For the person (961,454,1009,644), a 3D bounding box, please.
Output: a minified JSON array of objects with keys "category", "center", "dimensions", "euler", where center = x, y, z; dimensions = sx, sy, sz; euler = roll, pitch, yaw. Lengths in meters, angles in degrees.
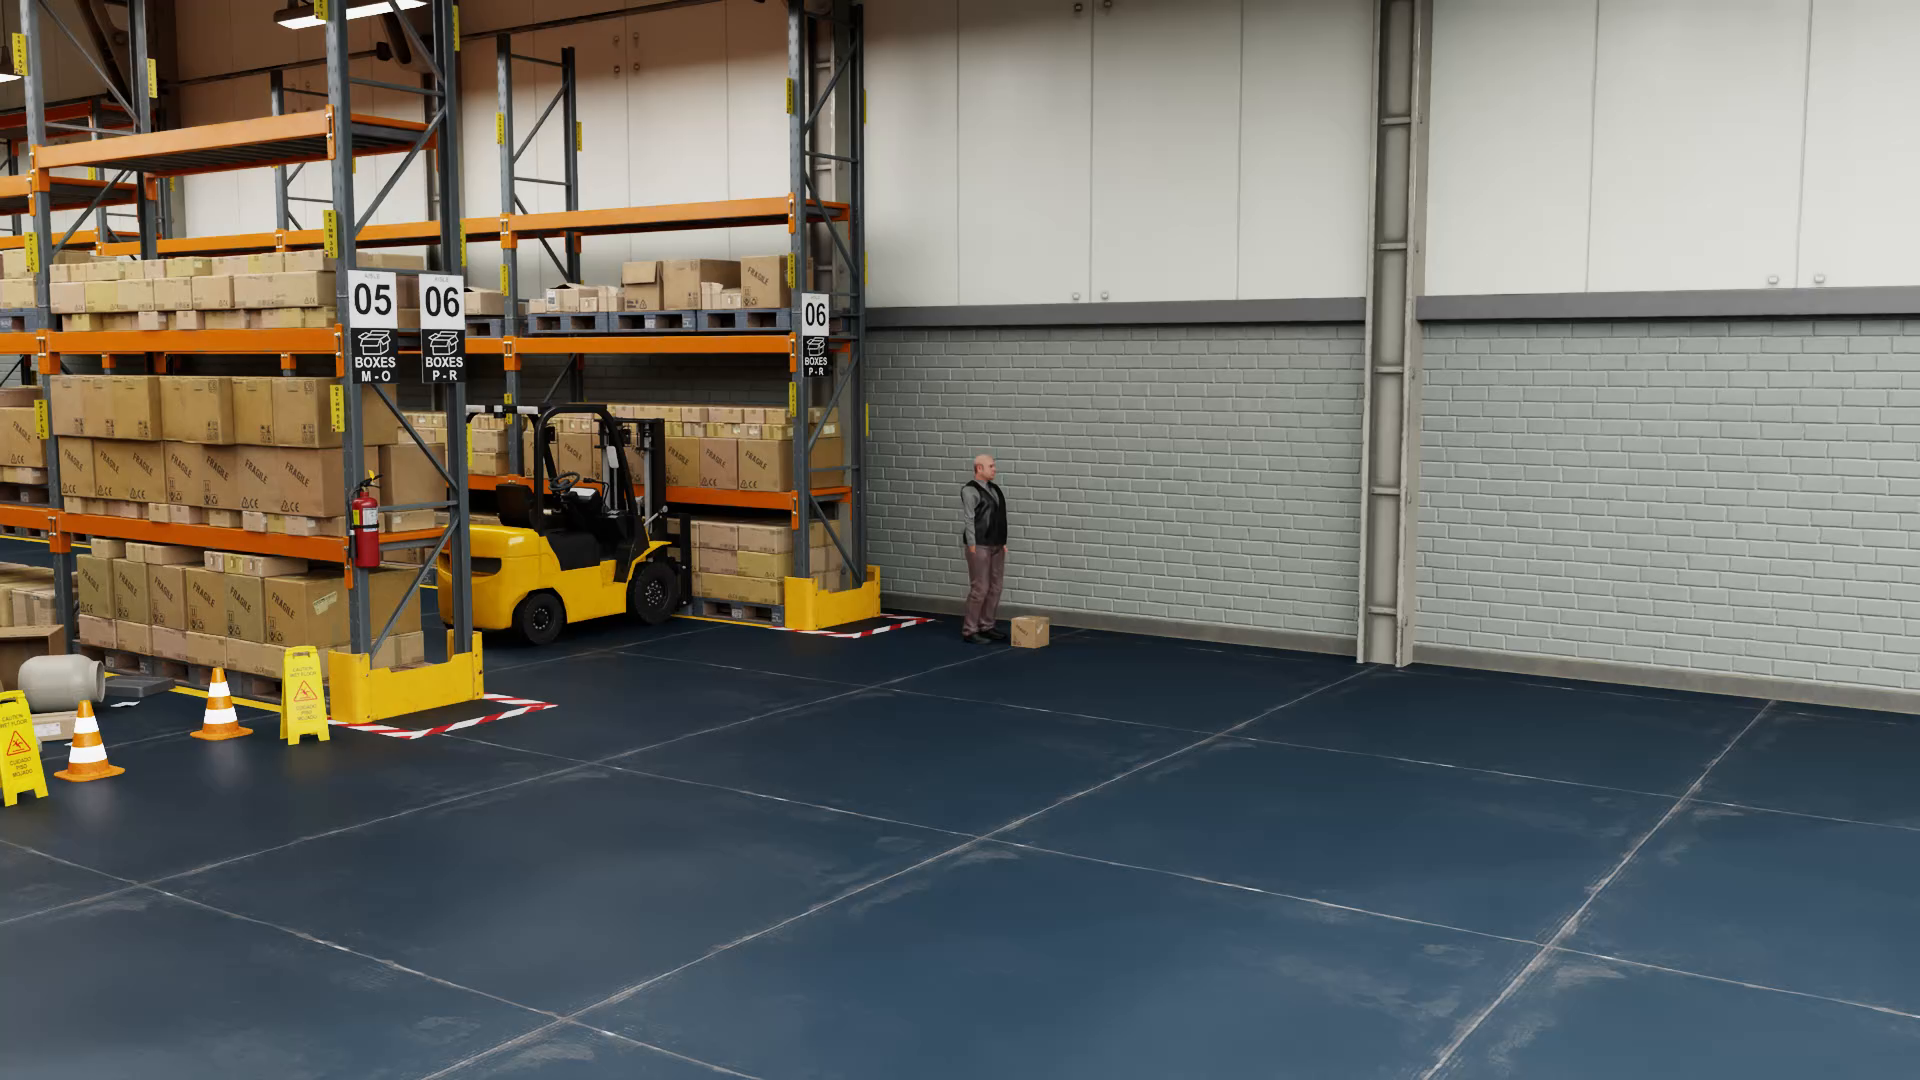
[{"category":"person","center":[0.240,0.073,15.253],"dimensions":[0.359,1.718,0.532],"euler":[4,8,35]}]
